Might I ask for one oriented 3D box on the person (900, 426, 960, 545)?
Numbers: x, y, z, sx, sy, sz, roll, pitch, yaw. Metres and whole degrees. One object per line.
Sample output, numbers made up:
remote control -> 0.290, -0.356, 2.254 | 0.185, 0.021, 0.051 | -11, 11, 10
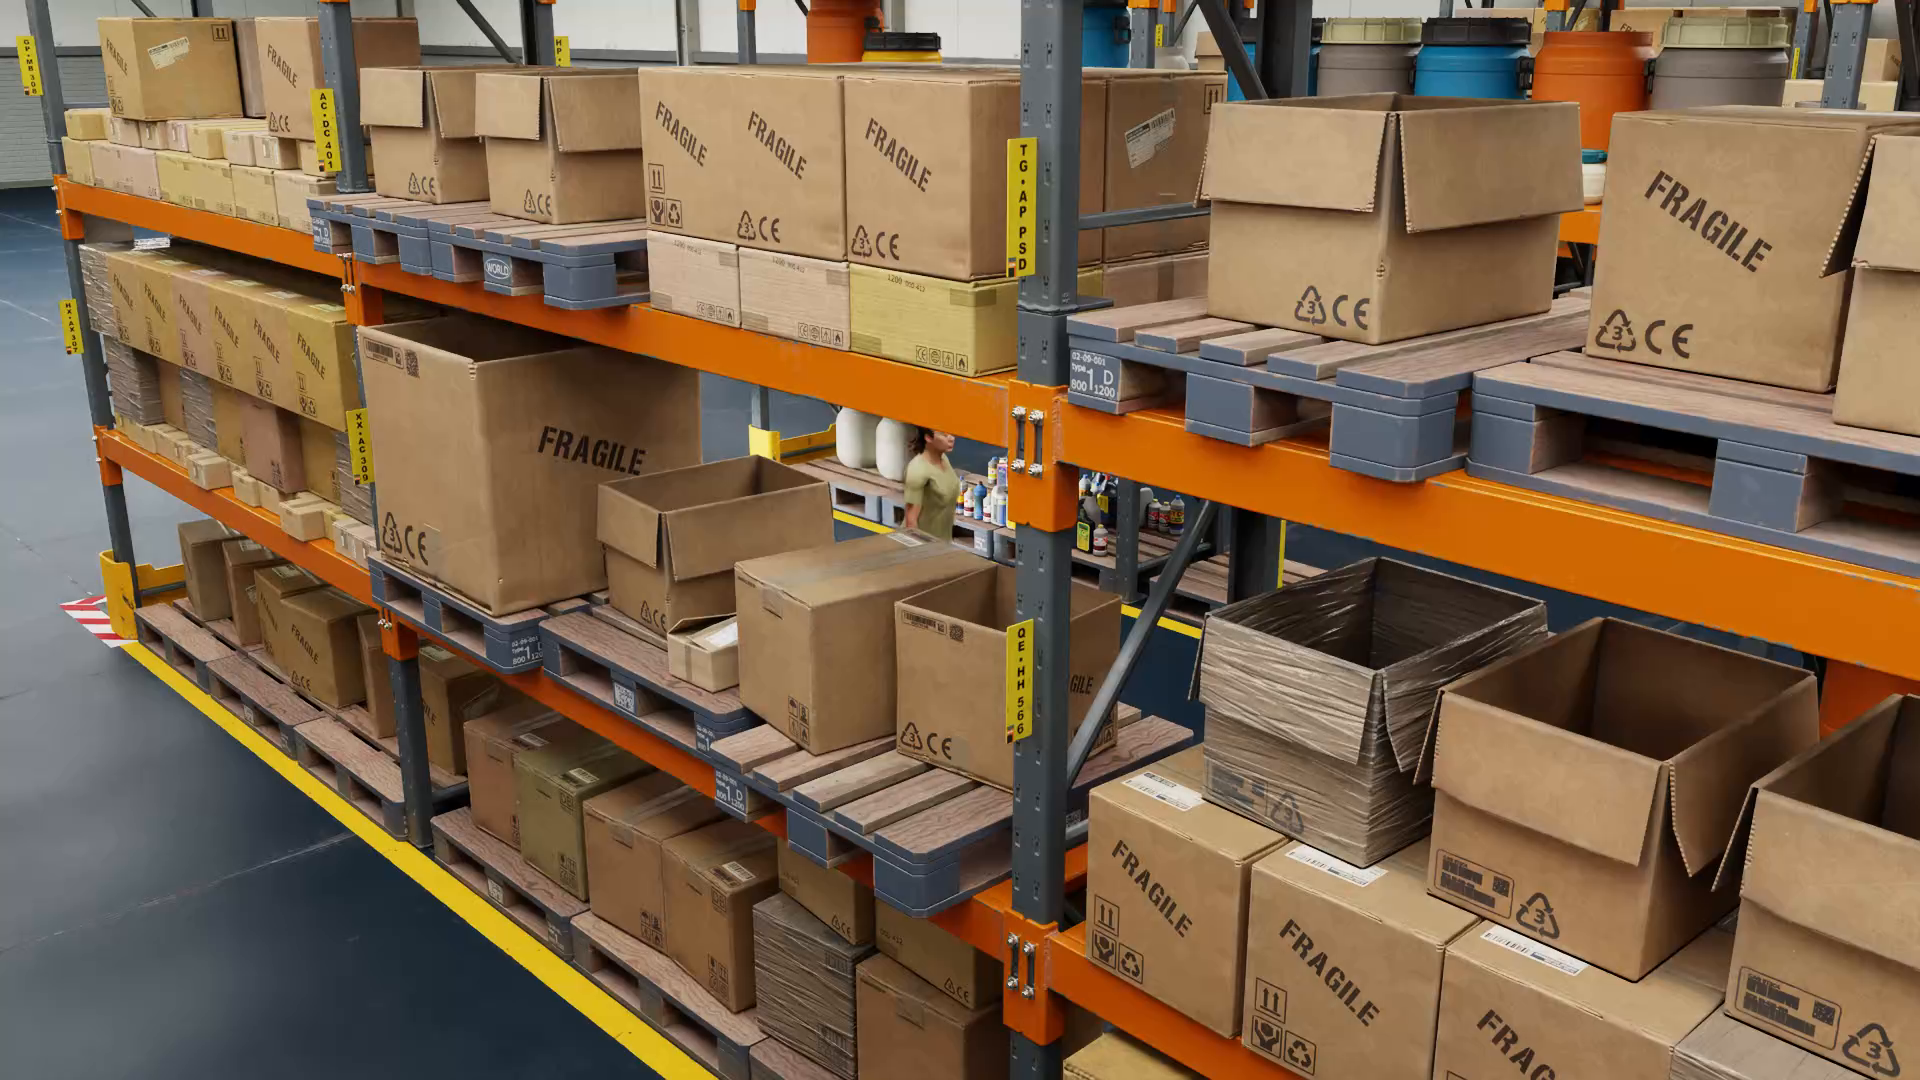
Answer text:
person -> -0.155, 0.060, 9.364 | 0.872, 1.640, 0.470 | 10, 20, 29
